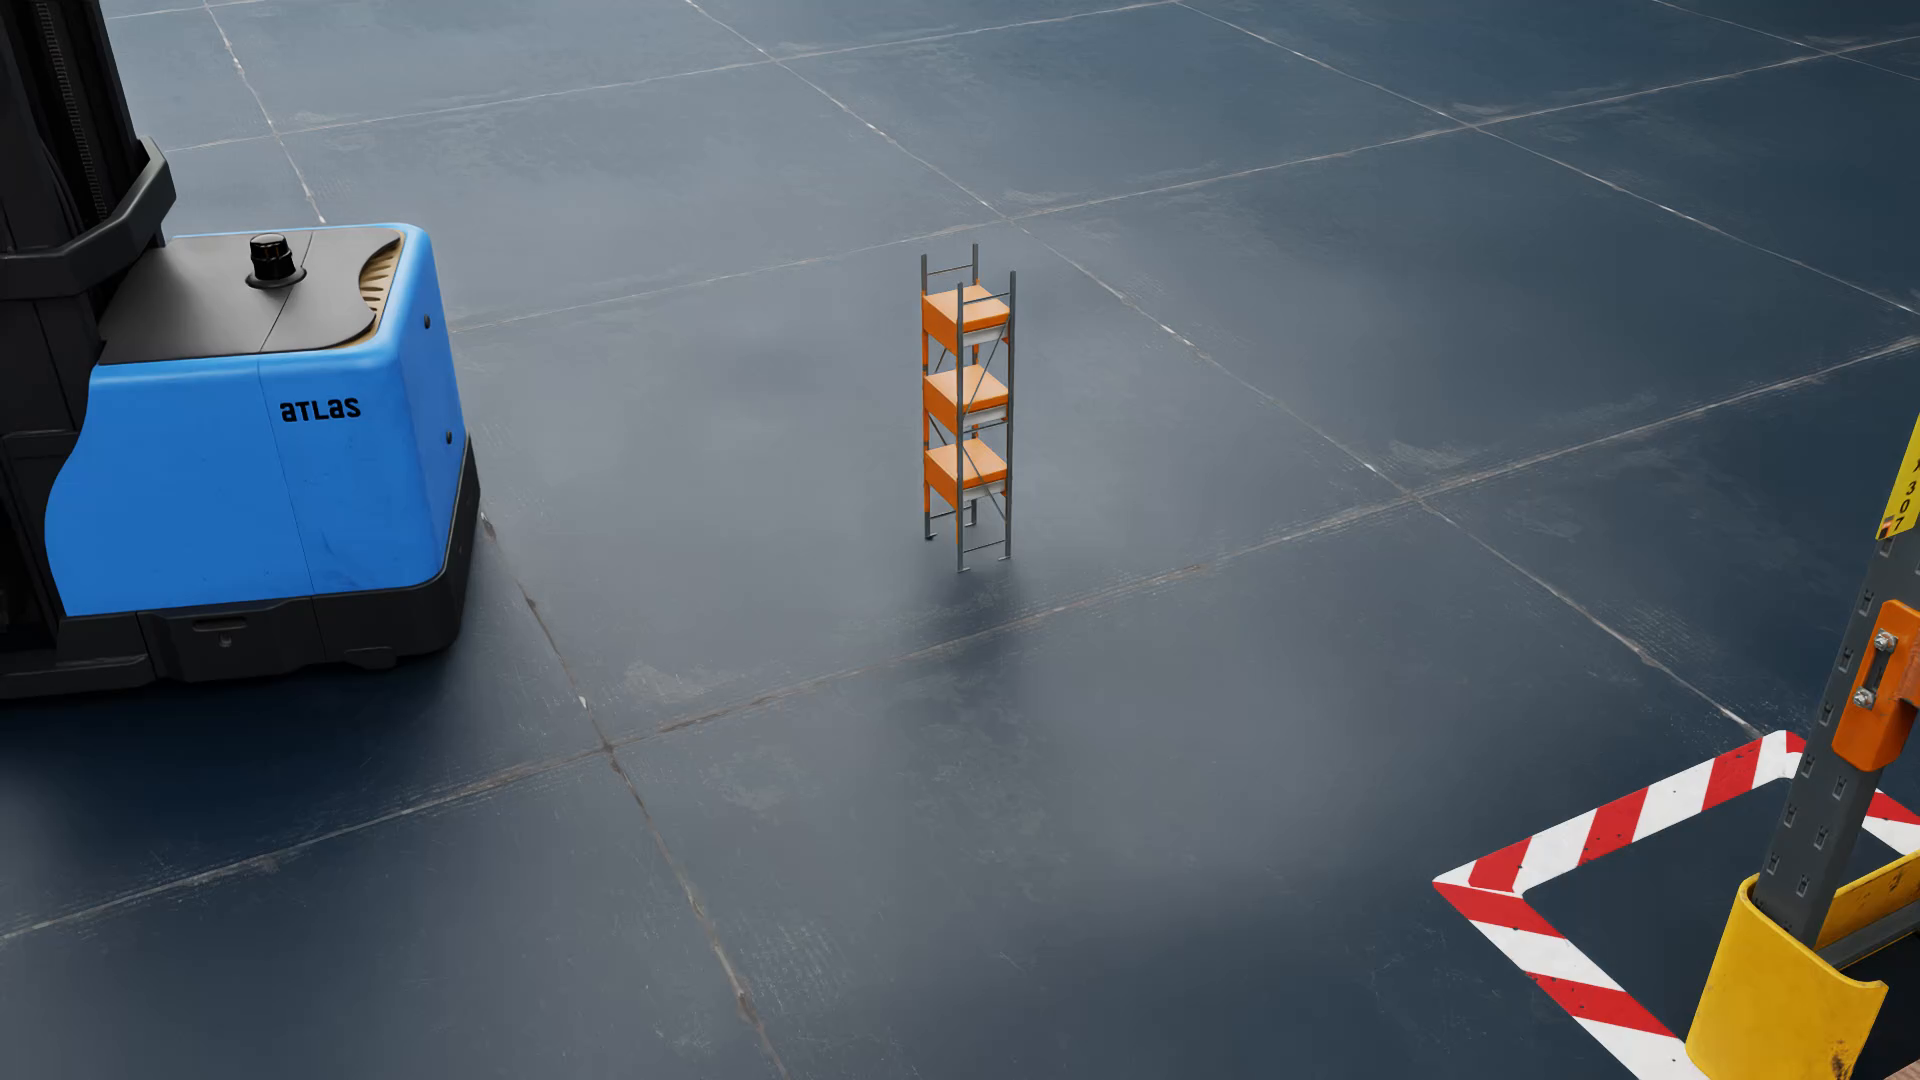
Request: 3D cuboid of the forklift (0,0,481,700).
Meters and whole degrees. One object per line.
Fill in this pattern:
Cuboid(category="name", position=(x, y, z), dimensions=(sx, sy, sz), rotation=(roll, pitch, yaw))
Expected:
Cuboid(category="forklift", position=(-3.121, -0.982, 4.566), dimensions=(3.031, 2.935, 1.130), rotation=(-5, 33, -8))

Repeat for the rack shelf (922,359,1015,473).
Cuboid(category="rack shelf", position=(0.025, -0.408, 5.433), dimensions=(0.215, 0.259, 0.240), rotation=(-16, 36, -23))

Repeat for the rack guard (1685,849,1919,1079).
Cuboid(category="rack guard", position=(2.270, 0.909, 3.868), dimensions=(1.175, 0.500, 0.348), rotation=(-16, 36, -23))

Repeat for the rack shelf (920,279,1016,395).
Cuboid(category="rack shelf", position=(0.025, -0.647, 5.280), dimensions=(0.215, 0.259, 0.240), rotation=(-16, 36, -23))

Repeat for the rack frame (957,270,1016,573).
Cuboid(category="rack frame", position=(0.082, -0.358, 5.336), dimensions=(0.200, 1.050, 0.008), rotation=(-16, 36, -23))

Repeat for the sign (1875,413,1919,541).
Cuboid(category="sign", position=(1.704, -0.149, 2.945), dimensions=(0.100, 0.325, 0.005), rotation=(-16, 36, -23))

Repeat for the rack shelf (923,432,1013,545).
Cuboid(category="rack shelf", position=(0.025, -0.174, 5.583), dimensions=(0.215, 0.259, 0.240), rotation=(-16, 36, -23))

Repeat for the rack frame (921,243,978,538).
Cuboid(category="rack frame", position=(-0.032, -0.475, 5.518), dimensions=(0.200, 1.050, 0.008), rotation=(-16, 36, -23))

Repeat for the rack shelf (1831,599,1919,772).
Cuboid(category="rack shelf", position=(3.125, 1.089, 1.936), dimensions=(1.077, 0.370, 4.000), rotation=(-16, 36, -23))

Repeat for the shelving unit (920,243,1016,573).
Cuboid(category="shelving unit", position=(0.025, -0.417, 5.427), dimensions=(0.215, 1.050, 0.252), rotation=(-16, 36, -23))

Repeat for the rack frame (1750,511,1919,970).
Cuboid(category="rack frame", position=(2.192, -0.168, 3.232), dimensions=(1.000, 3.000, 0.127), rotation=(-16, 36, -23))
